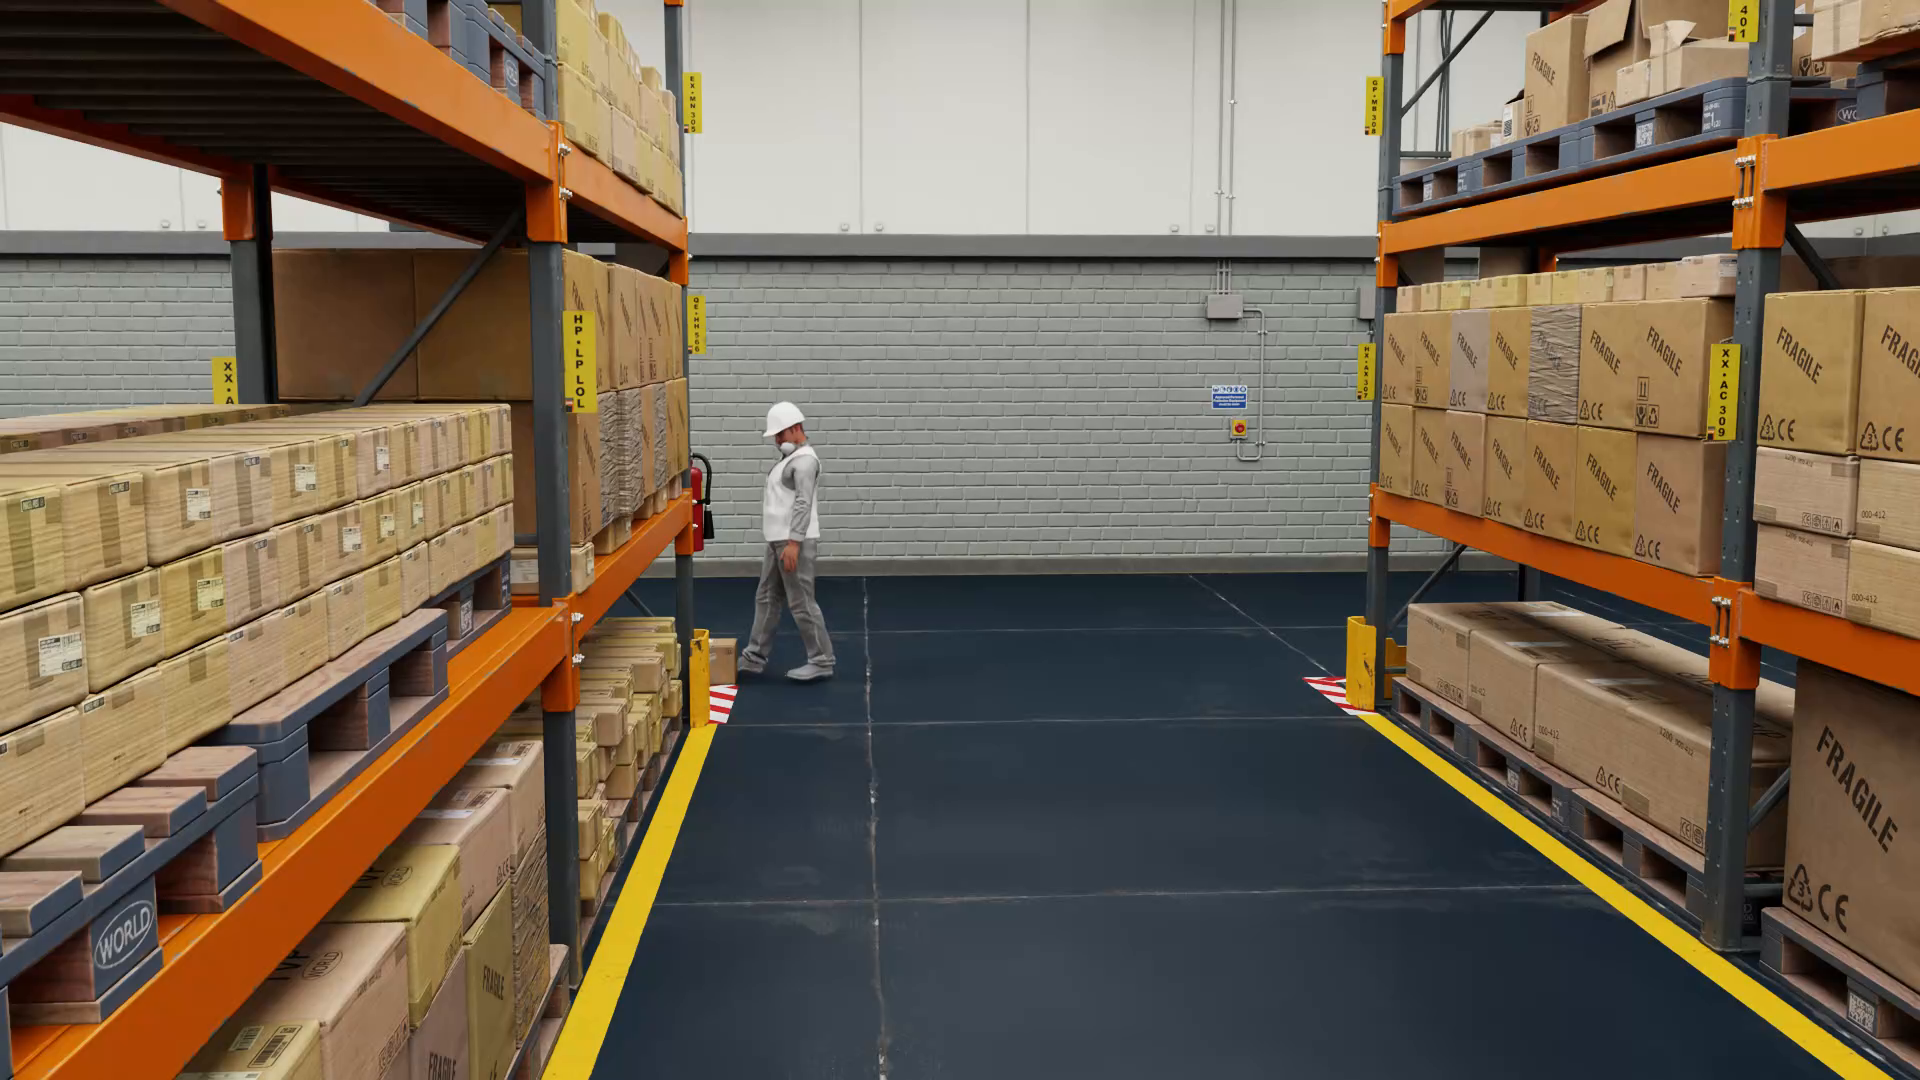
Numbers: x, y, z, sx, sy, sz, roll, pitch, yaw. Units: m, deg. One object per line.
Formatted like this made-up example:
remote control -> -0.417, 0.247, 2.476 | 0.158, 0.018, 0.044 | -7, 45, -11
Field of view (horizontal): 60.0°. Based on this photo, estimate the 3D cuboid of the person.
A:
person -> -1.162, 0.005, 10.492 | 0.732, 1.747, 0.572 | -1, 7, -12
